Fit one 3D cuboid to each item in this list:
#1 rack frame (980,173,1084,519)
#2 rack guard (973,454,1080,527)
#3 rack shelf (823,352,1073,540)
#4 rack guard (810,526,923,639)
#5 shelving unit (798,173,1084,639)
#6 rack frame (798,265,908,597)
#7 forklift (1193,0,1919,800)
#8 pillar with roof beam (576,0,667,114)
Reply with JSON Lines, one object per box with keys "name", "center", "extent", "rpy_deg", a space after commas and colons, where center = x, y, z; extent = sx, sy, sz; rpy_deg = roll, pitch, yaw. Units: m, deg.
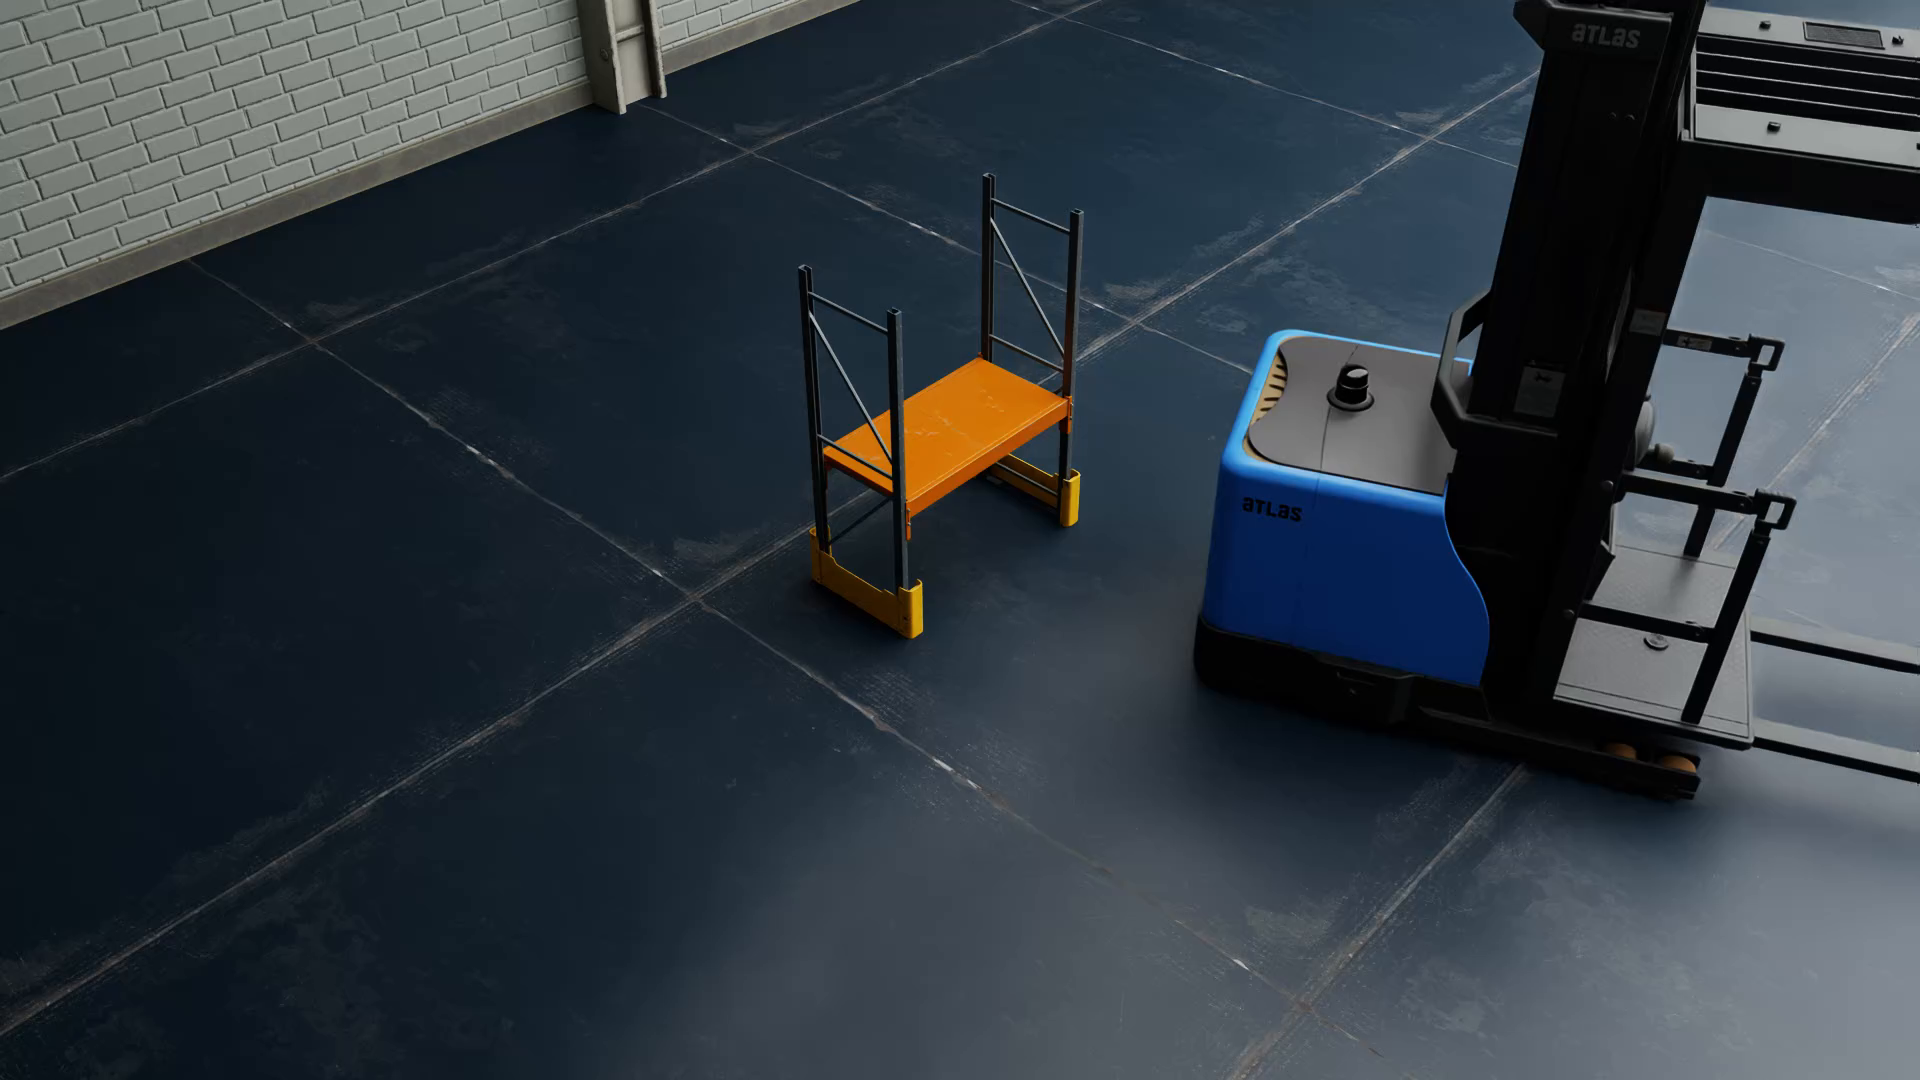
{"name": "rack frame", "center": [0.285, -0.781, 7.028], "extent": [0.500, 1.500, 0.032], "rpy_deg": [30, 47, 32]}
{"name": "rack guard", "center": [0.285, -0.292, 7.416], "extent": [0.587, 0.250, 0.087], "rpy_deg": [30, 47, 32]}
{"name": "rack shelf", "center": [-0.058, -0.407, 6.846], "extent": [0.538, 0.185, 1.000], "rpy_deg": [30, 47, 32]}
{"name": "rack guard", "center": [-0.387, 0.166, 6.840], "extent": [0.587, 0.250, 0.087], "rpy_deg": [30, 47, 32]}
{"name": "shelving unit", "center": [-0.051, -0.552, 6.739], "extent": [0.587, 1.500, 1.083], "rpy_deg": [30, 47, 32]}
{"name": "rack frame", "center": [-0.401, -0.314, 6.440], "extent": [0.500, 1.500, 0.032], "rpy_deg": [30, 47, 32]}
{"name": "forklift", "center": [2.491, -0.574, 5.617], "extent": [3.031, 2.935, 1.130], "rpy_deg": [12, 40, 15]}
{"name": "pillar with roof beam", "center": [1.011, -4.605, 5.811], "extent": [9.100, 9.000, 0.400], "rpy_deg": [30, 47, 32]}
